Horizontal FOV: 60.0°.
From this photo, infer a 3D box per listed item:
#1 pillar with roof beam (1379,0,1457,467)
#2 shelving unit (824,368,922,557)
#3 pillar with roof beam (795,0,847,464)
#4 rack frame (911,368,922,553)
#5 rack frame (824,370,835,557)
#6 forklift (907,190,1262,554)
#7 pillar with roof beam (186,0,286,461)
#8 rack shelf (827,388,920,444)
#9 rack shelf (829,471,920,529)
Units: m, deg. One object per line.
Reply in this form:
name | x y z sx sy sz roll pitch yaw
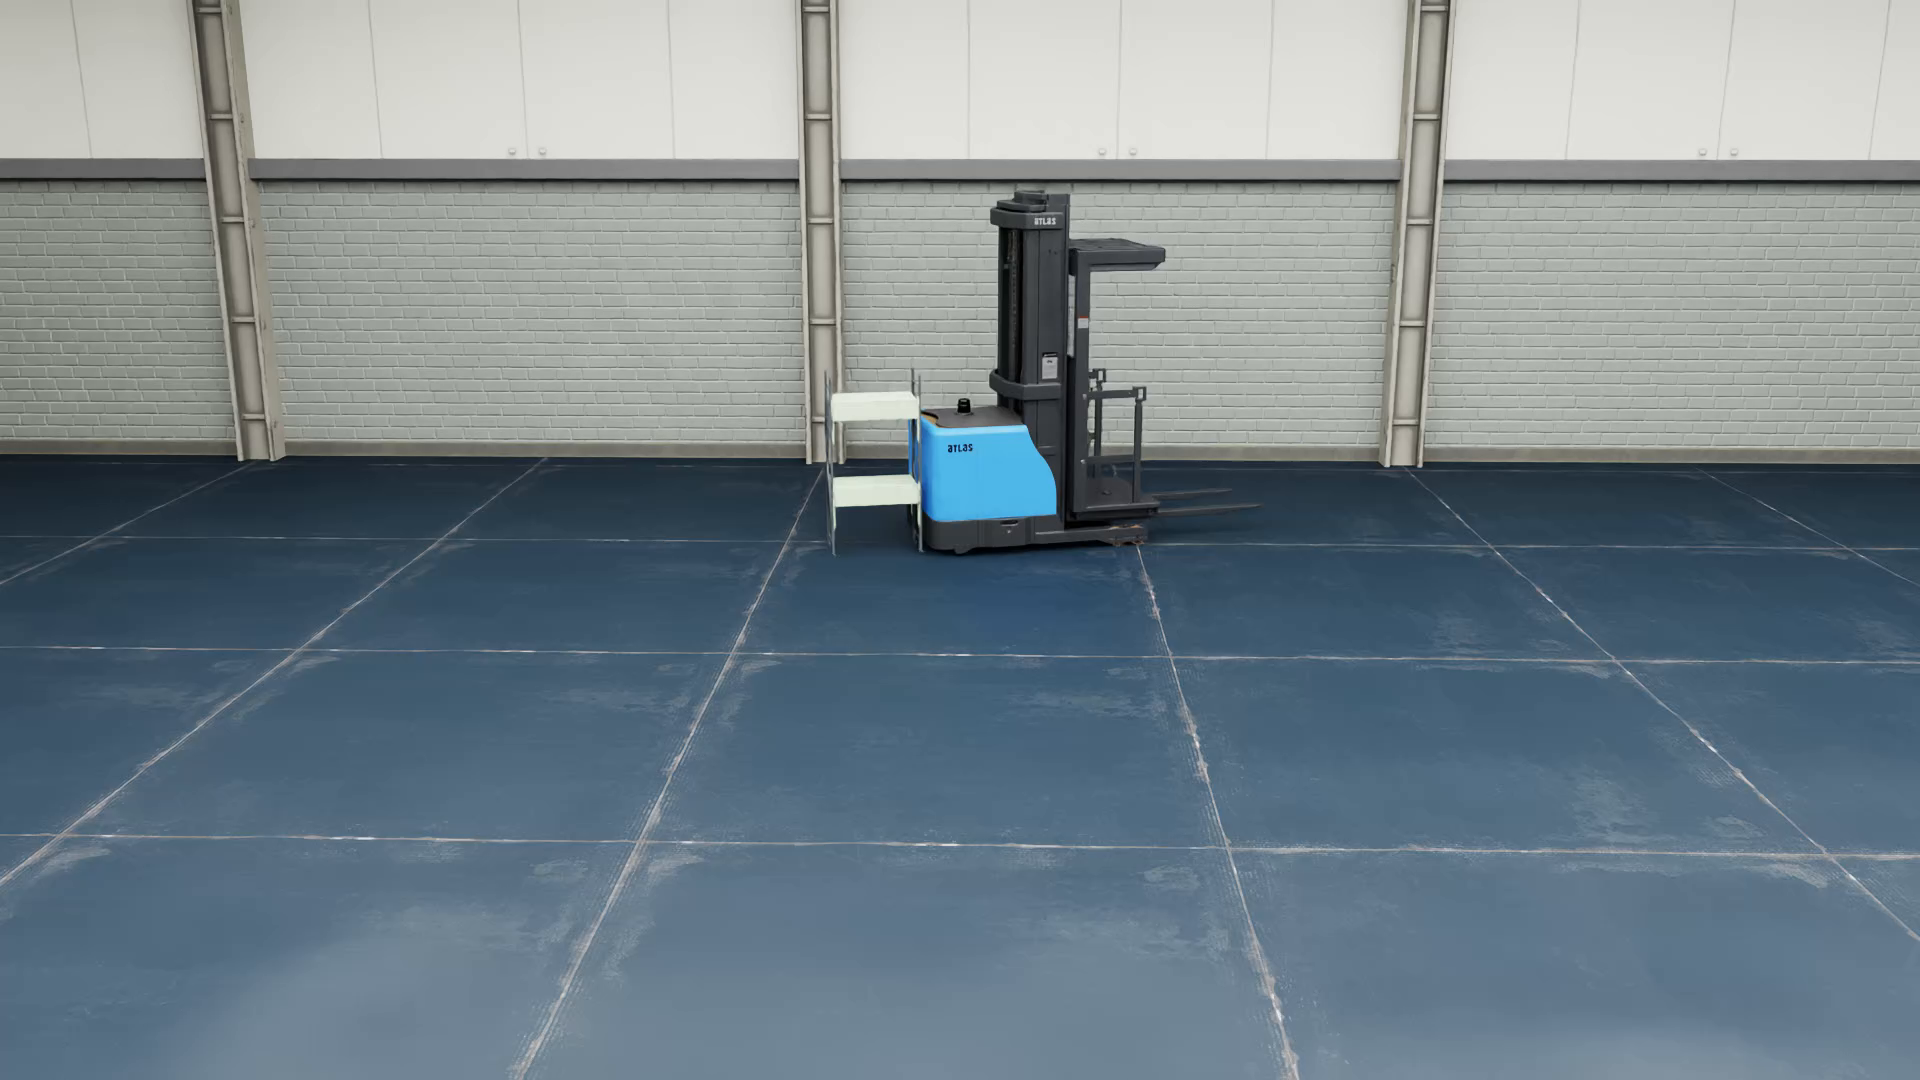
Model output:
pillar with roof beam | 4.484 -4.048 12.043 0.400 9.000 9.100 0 15 1
shelving unit | -0.724 -0.653 13.874 0.755 1.500 0.431 -3 15 -10
pillar with roof beam | -1.514 -4.087 12.192 0.400 9.000 9.100 0 15 1
rack frame | -0.363 -0.669 13.937 0.023 1.500 0.400 -3 15 -10
rack frame | -1.084 -0.636 13.811 0.023 1.500 0.400 -3 15 -10
forklift | 1.113 -1.489 14.236 3.031 2.935 1.130 -4 15 -14
pillar with roof beam | -7.512 -4.126 12.340 0.400 9.000 9.100 0 15 1
rack shelf | -0.724 -1.030 13.774 0.720 0.370 0.431 -3 15 -10
rack shelf | -0.724 -0.337 13.957 0.720 0.370 0.431 -3 15 -10
